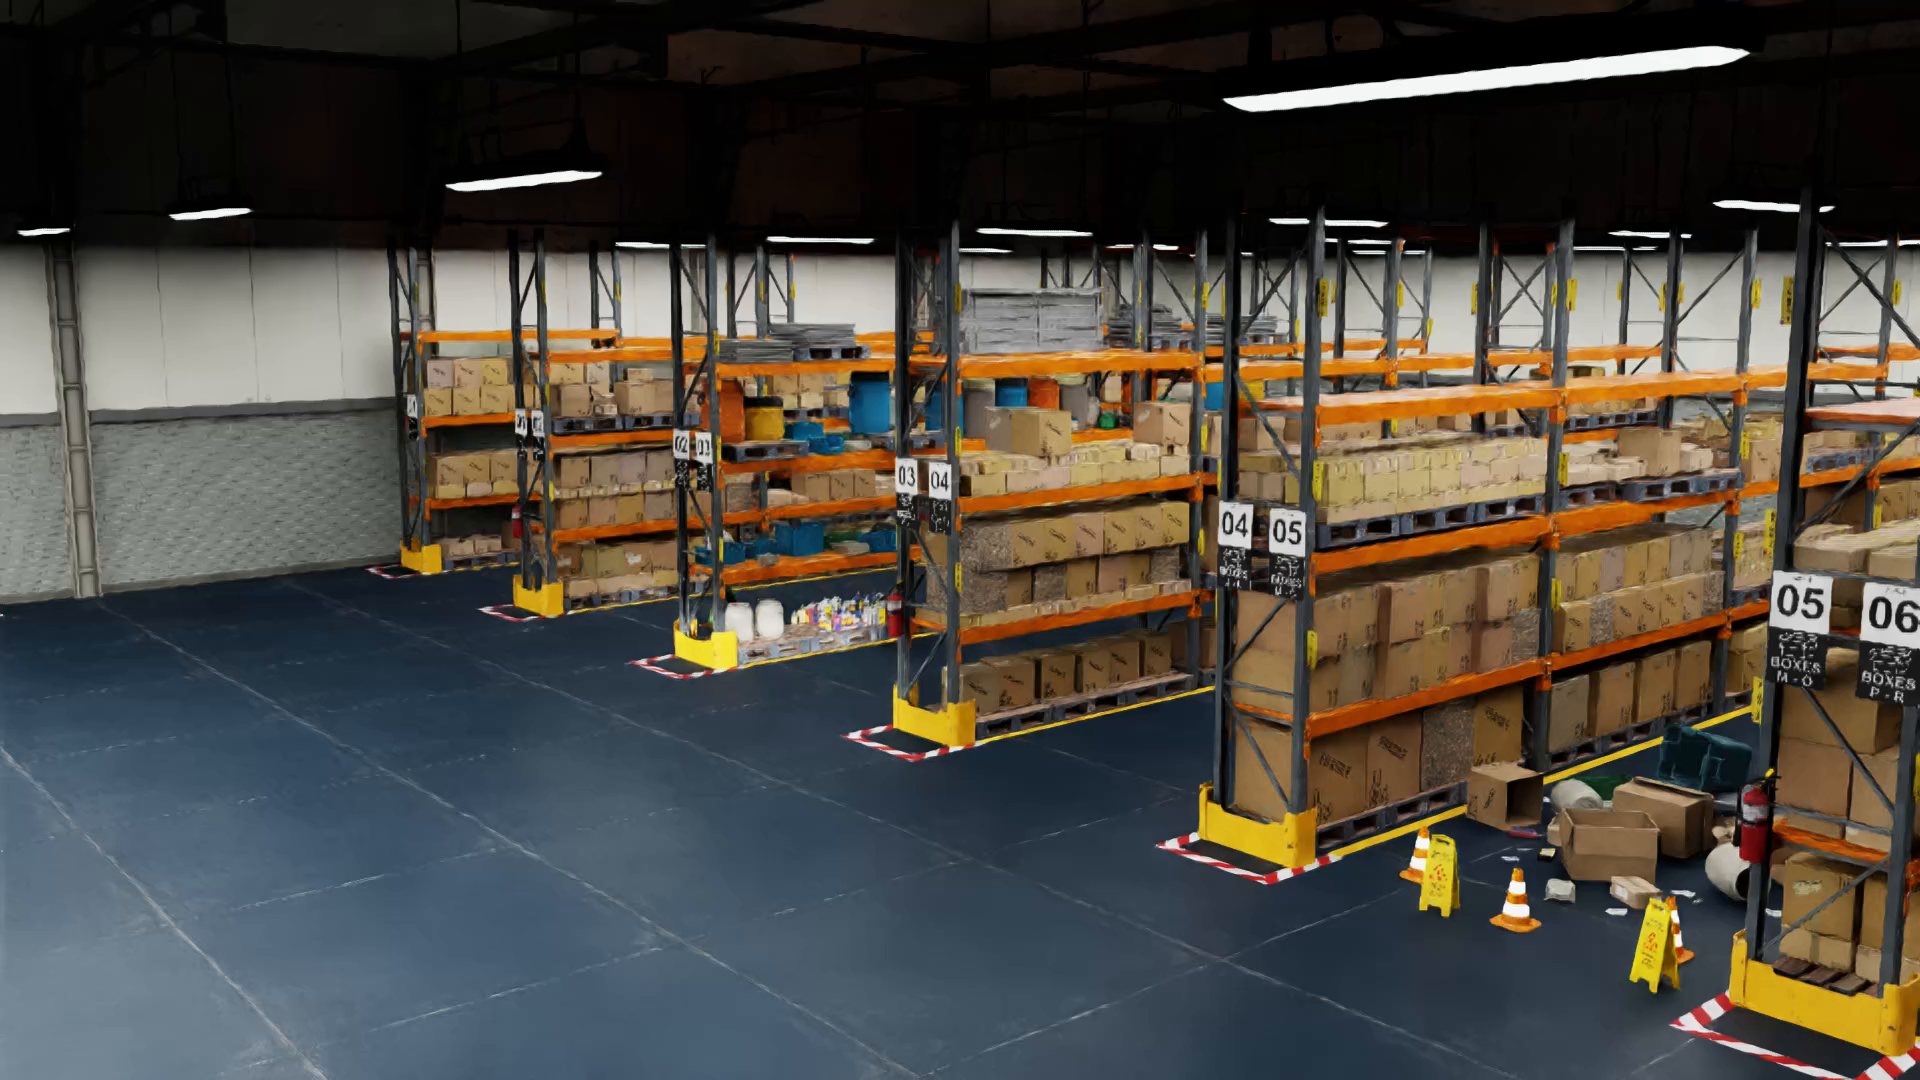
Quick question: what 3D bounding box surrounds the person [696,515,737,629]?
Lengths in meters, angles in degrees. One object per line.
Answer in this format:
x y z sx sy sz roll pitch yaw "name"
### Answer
-3.684 0.439 25.191 0.526 1.728 1.030 8 12 41 "person"
